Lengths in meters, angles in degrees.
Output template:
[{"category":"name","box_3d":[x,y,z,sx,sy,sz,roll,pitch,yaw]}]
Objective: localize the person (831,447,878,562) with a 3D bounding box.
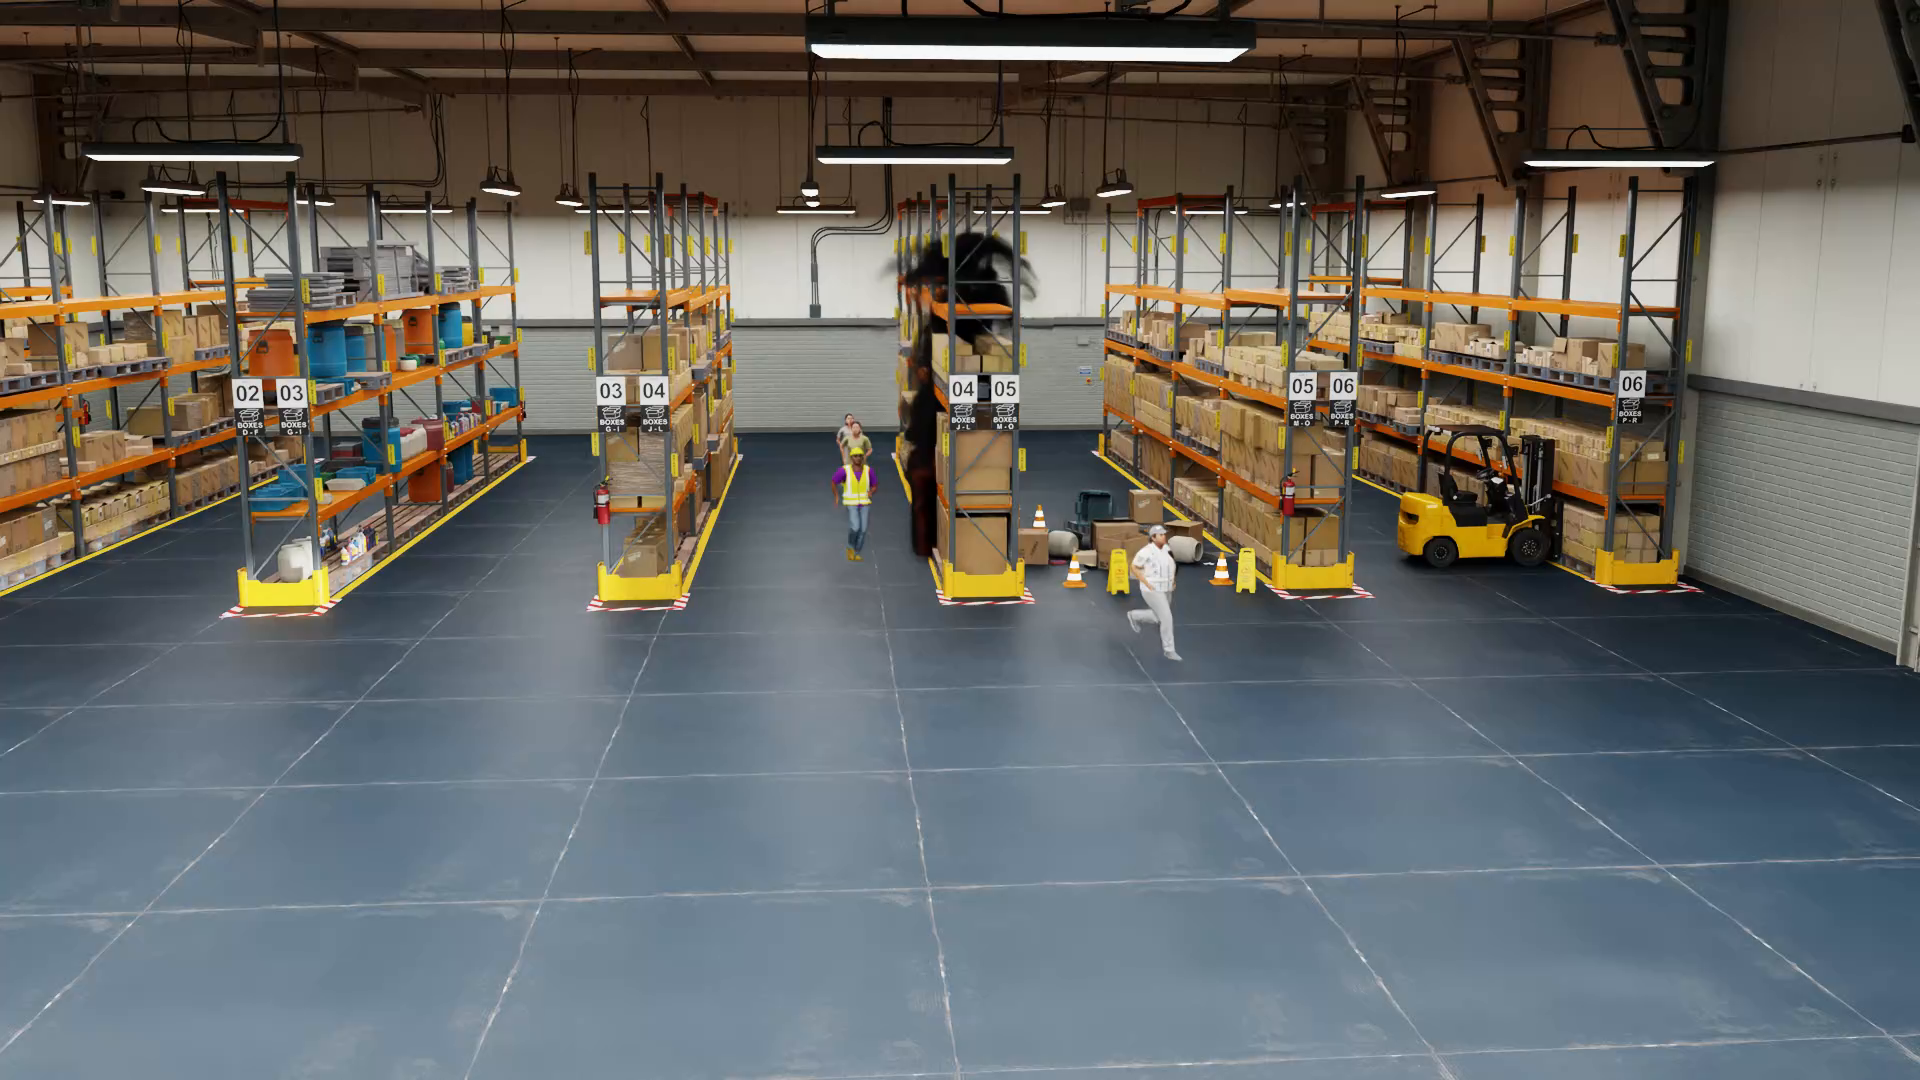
[{"category":"person","box_3d":[-1.546,-0.522,24.989,0.690,1.745,0.597,-3,11,-18]}]

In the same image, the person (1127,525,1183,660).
[{"category":"person","box_3d":[2.410,0.633,20.598,0.942,1.661,0.591,9,14,42]}]

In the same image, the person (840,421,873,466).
[{"category":"person","box_3d":[-1.829,-1.263,29.508,0.581,1.689,0.618,-1,10,-6]}]

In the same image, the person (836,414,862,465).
[{"category":"person","box_3d":[-2.251,-1.783,34.107,0.561,1.620,0.584,-2,10,-9]}]
